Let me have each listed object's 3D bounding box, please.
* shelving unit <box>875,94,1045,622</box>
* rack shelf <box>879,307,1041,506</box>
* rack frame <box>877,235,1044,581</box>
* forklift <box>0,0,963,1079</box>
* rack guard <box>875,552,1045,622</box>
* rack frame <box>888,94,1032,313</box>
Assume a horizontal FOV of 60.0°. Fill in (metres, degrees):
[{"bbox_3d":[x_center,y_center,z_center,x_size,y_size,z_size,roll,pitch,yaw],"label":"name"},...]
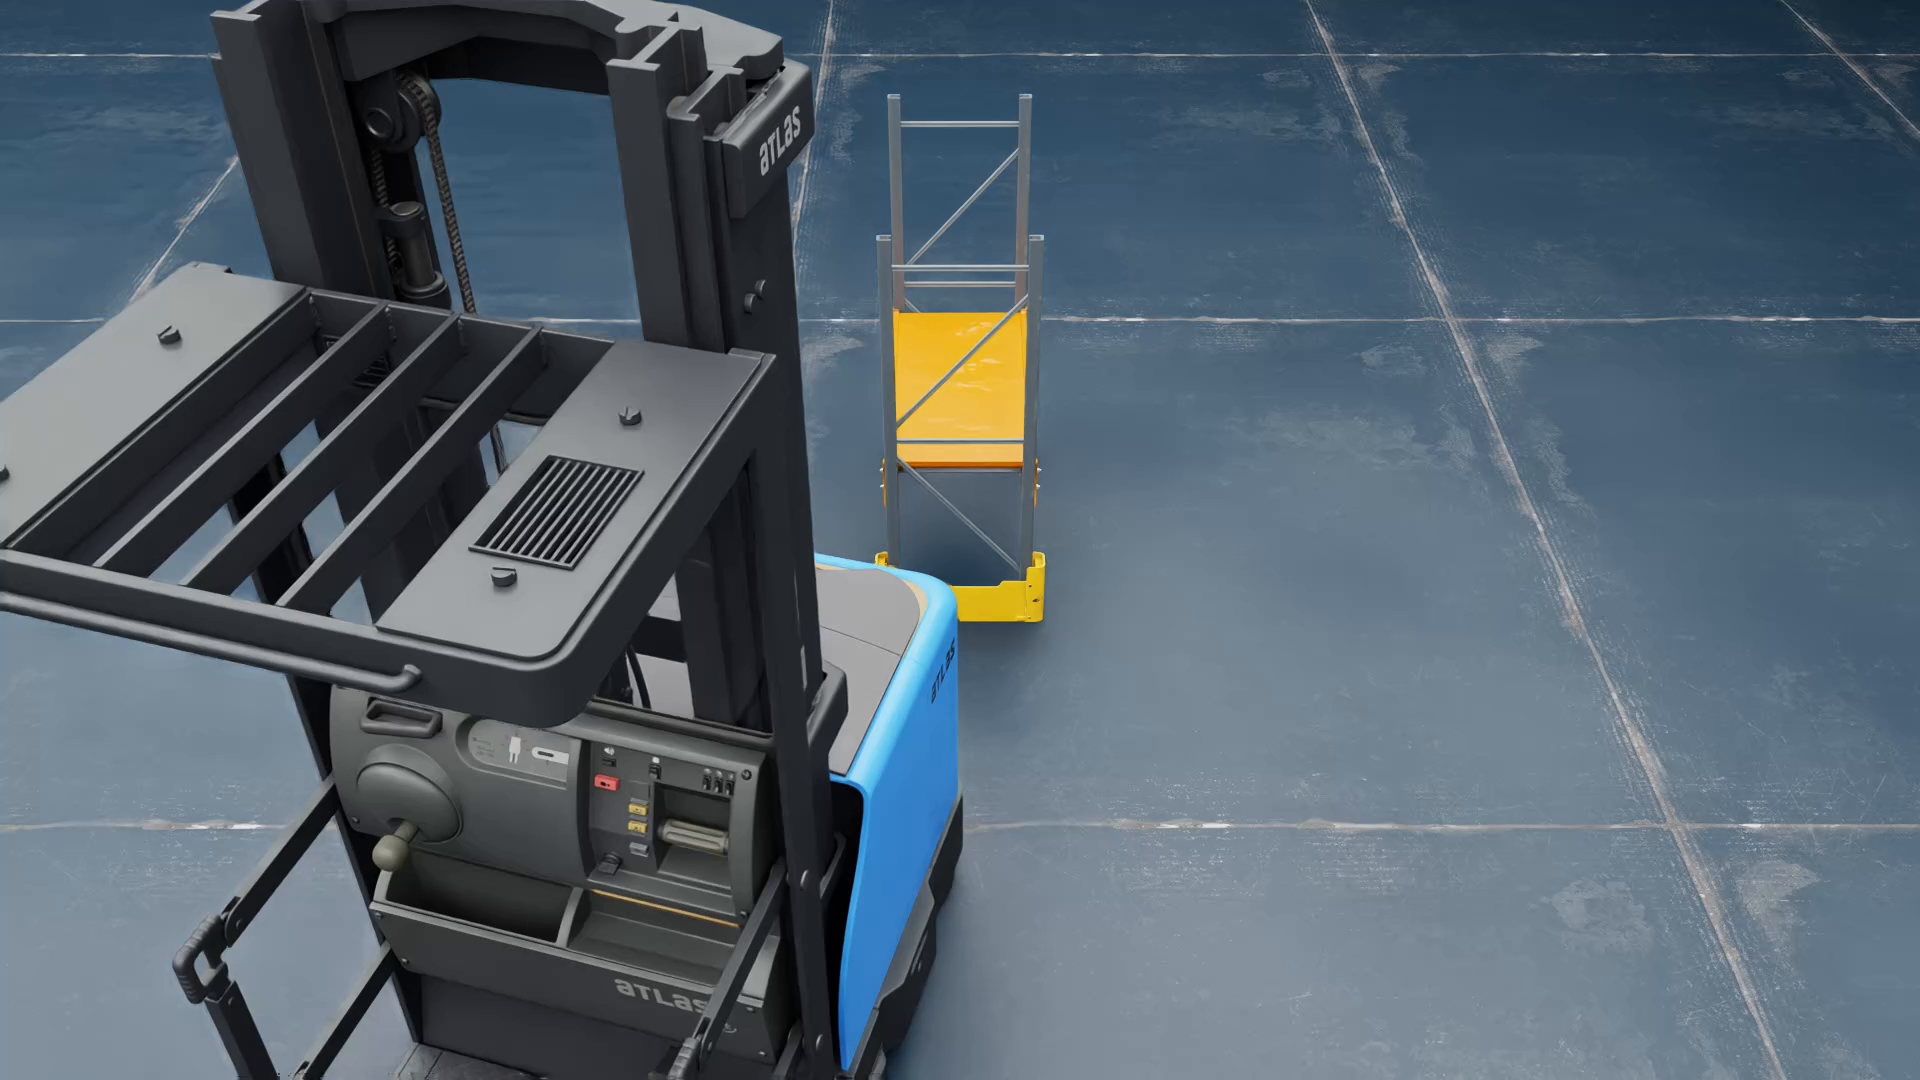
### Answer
[{"bbox_3d":[0.000,-0.633,5.840,0.587,1.500,1.083,0,39,0],"label":"shelving unit"},{"bbox_3d":[0.000,-0.498,5.960,0.538,0.185,1.000,0,39,0],"label":"rack shelf"},{"bbox_3d":[0.000,-0.321,5.451,0.500,1.500,0.032,0,39,0],"label":"rack frame"},{"bbox_3d":[-0.895,0.596,3.163,1.130,2.935,3.031,10,40,13],"label":"forklift"},{"bbox_3d":[0.000,0.166,5.843,0.587,0.250,0.087,0,39,0],"label":"rack guard"},{"bbox_3d":[-0.001,-0.957,6.244,0.500,1.500,0.032,0,39,0],"label":"rack frame"}]
